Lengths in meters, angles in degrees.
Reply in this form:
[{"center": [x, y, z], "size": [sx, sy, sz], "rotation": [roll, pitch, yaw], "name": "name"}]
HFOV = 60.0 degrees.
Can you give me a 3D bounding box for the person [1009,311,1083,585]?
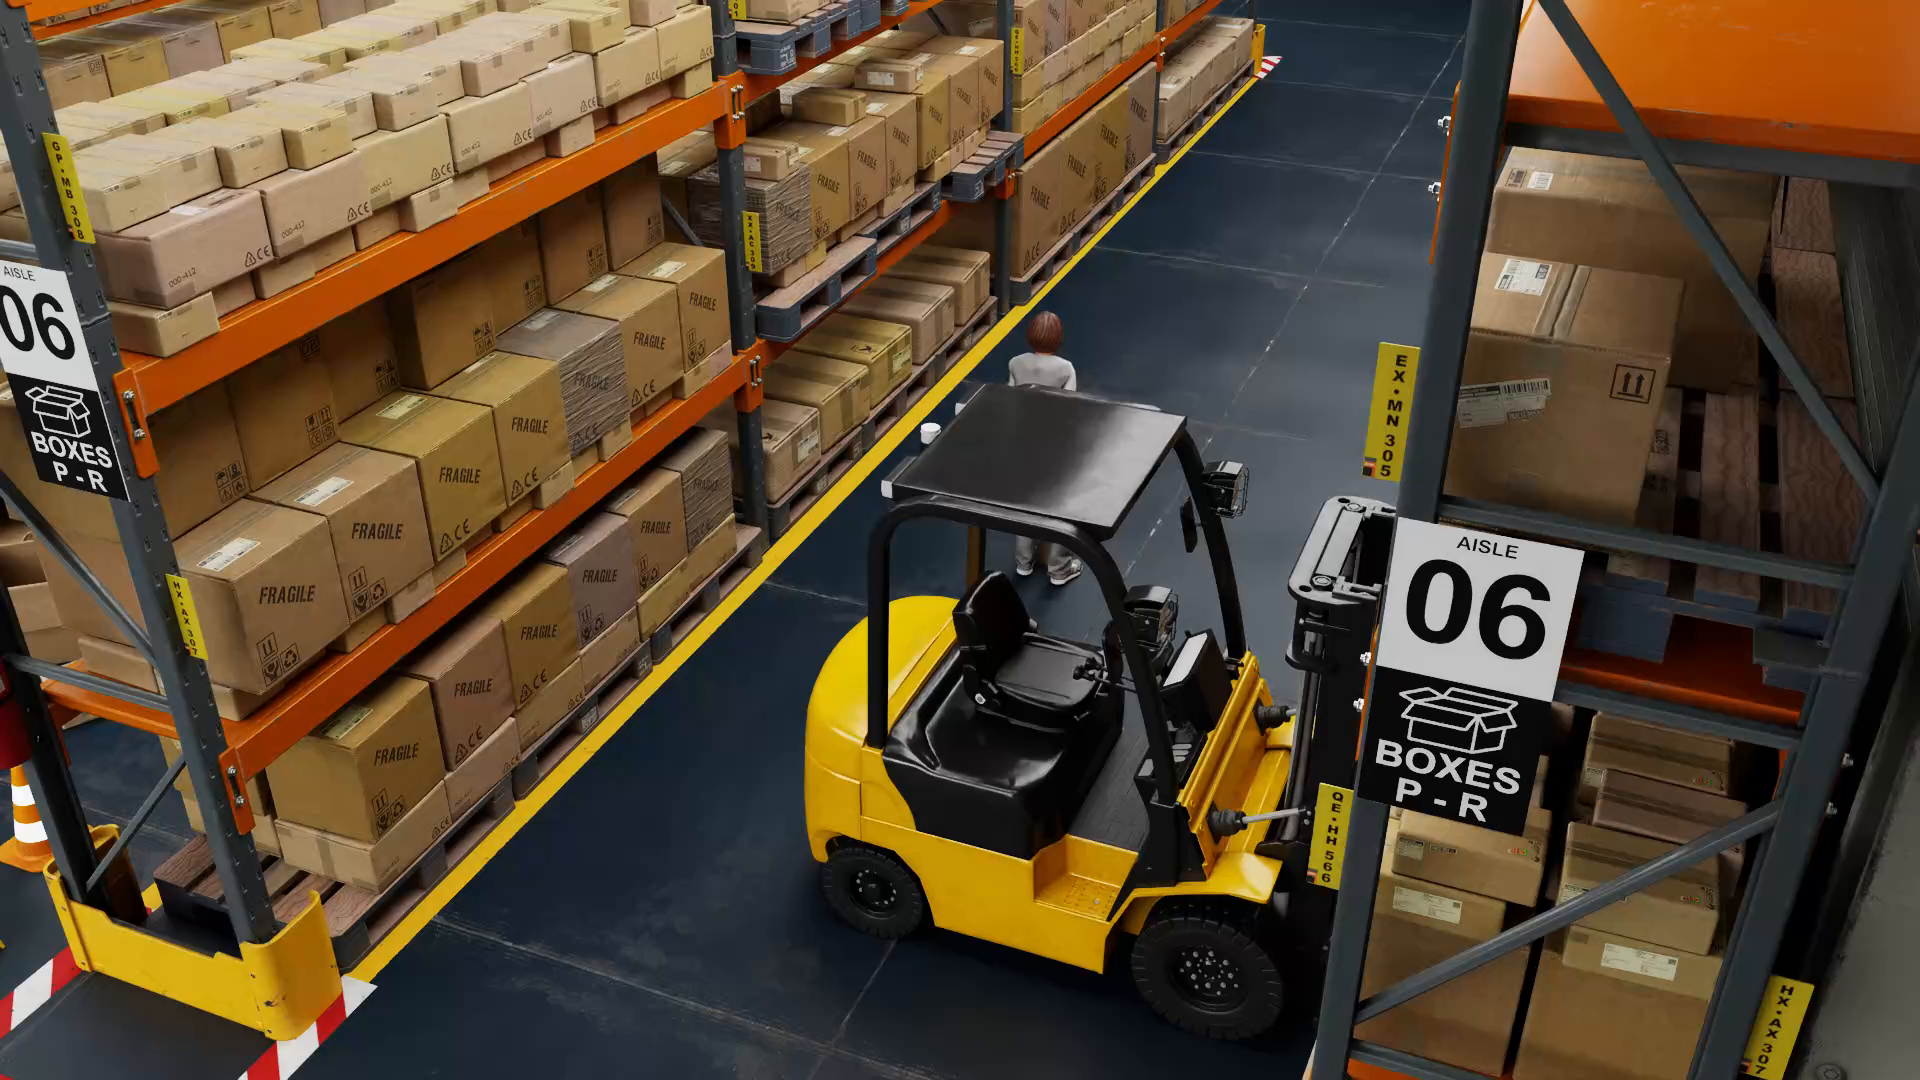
[{"center": [0.458, -0.493, 9.259], "size": [0.463, 1.582, 0.364], "rotation": [12, 32, 19], "name": "person"}]
